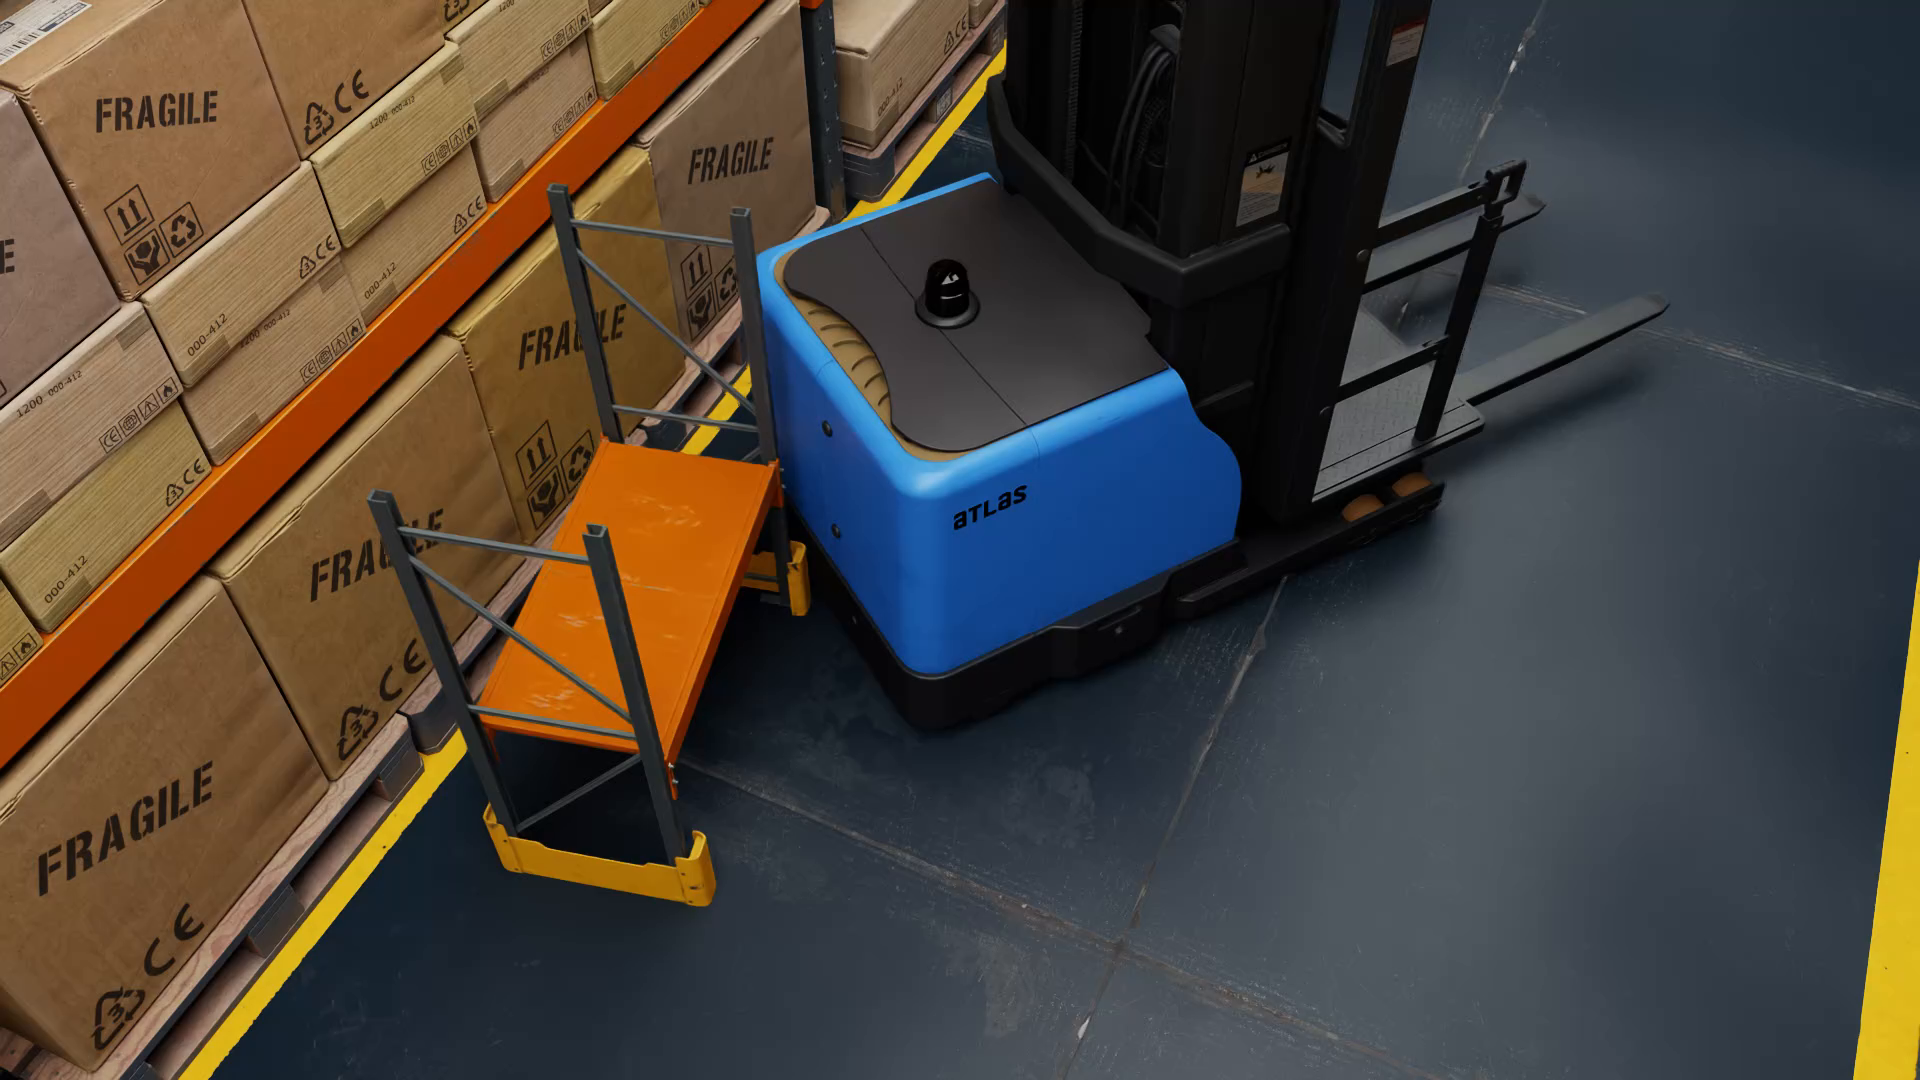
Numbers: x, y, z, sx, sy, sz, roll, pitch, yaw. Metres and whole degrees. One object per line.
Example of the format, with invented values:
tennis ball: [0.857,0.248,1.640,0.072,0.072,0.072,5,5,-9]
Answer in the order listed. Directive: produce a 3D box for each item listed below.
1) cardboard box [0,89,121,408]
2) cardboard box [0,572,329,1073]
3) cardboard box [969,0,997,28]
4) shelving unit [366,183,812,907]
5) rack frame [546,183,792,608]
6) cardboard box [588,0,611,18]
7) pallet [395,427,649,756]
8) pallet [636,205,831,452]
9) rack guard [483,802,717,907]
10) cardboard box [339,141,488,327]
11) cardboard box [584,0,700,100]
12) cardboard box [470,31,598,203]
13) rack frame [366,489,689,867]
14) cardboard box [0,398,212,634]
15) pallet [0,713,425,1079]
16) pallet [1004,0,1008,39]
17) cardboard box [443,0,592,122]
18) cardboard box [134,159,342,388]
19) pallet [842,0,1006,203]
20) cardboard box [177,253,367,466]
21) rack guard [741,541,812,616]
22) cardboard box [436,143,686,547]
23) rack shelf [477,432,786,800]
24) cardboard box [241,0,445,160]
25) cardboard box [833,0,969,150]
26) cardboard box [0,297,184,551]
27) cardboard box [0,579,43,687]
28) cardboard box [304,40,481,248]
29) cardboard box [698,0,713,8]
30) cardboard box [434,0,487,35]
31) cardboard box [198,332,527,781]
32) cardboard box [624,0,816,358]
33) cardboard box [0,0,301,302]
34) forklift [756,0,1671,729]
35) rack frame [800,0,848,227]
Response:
cardboard box: [-1.979,-0.531,3.010,0.500,0.500,0.500,20,52,16]
cardboard box: [-2.244,0.534,3.945,0.875,0.875,0.875,19,52,16]
cardboard box: [-0.158,-2.644,6.937,0.875,0.438,0.875,18,52,15]
shelving unit: [-0.846,0.045,4.227,0.587,1.500,1.083,9,50,7]
rack frame: [-0.746,-0.328,4.544,0.500,1.500,0.032,9,50,7]
cardboard box: [-1.081,-1.708,4.504,0.500,0.250,0.500,21,53,17]
pallet: [-1.687,-0.021,5.129,1.003,0.211,1.213,20,52,16]
pallet: [-1.167,-0.864,5.847,1.003,0.211,1.213,20,52,16]
rack guard: [-0.945,0.822,4.387,0.587,0.250,0.087,9,50,7]
cardboard box: [-1.537,-0.836,4.090,0.500,0.250,0.500,20,52,16]
cardboard box: [-1.088,-1.534,4.684,0.500,0.250,0.500,19,52,16]
cardboard box: [-1.320,-1.193,4.394,0.500,0.250,0.500,19,52,15]
rack frame: [-0.949,0.431,3.898,0.500,1.500,0.032,9,50,7]
cardboard box: [-1.974,-0.135,3.494,0.500,0.250,0.500,18,52,15]
pallet: [-2.209,0.816,4.417,1.003,0.211,1.213,20,52,16]
pallet: [0.010,-2.761,7.461,1.003,0.211,1.213,20,52,16]
cardboard box: [-1.296,-1.349,4.199,0.500,0.250,0.500,21,53,17]
cardboard box: [-1.728,-0.646,3.600,0.500,0.250,0.500,20,52,16]
pallet: [-0.510,-1.918,6.744,1.003,0.211,1.213,20,52,16]
cardboard box: [-1.745,-0.495,3.800,0.500,0.250,0.500,21,53,17]
rack guard: [-0.747,0.078,5.019,0.587,0.250,0.087,9,50,7]
cardboard box: [-1.477,-0.694,4.990,0.875,0.875,0.875,21,53,17]
rack shelf: [-0.848,0.168,4.358,0.538,0.185,1.000,9,50,7]
cardboard box: [-1.525,-1.228,3.603,0.500,0.500,0.500,21,53,17]
cardboard box: [-0.540,-2.027,6.412,0.875,0.438,0.875,19,52,16]
cardboard box: [-1.953,-0.307,3.312,0.500,0.250,0.500,21,53,17]
cardboard box: [-2.178,0.224,3.188,0.500,0.250,0.500,19,52,15]
cardboard box: [-1.500,-0.991,3.894,0.500,0.250,0.500,21,53,17]
cardboard box: [-0.869,-1.884,4.982,0.500,0.250,0.500,19,52,15]
cardboard box: [-1.318,-1.590,3.911,0.500,0.500,0.500,21,53,17]
cardboard box: [-1.859,-0.078,4.467,0.875,0.875,0.875,20,53,17]
cardboard box: [-1.098,-1.318,5.522,0.875,0.875,0.875,21,53,17]
cardboard box: [-1.744,-0.882,3.309,0.500,0.500,0.500,21,53,17]
forklift: [0.936,-1.259,4.397,3.031,2.935,1.130,-24,54,-19]
rack frame: [-0.905,-2.324,5.258,1.000,3.000,0.127,20,52,16]
